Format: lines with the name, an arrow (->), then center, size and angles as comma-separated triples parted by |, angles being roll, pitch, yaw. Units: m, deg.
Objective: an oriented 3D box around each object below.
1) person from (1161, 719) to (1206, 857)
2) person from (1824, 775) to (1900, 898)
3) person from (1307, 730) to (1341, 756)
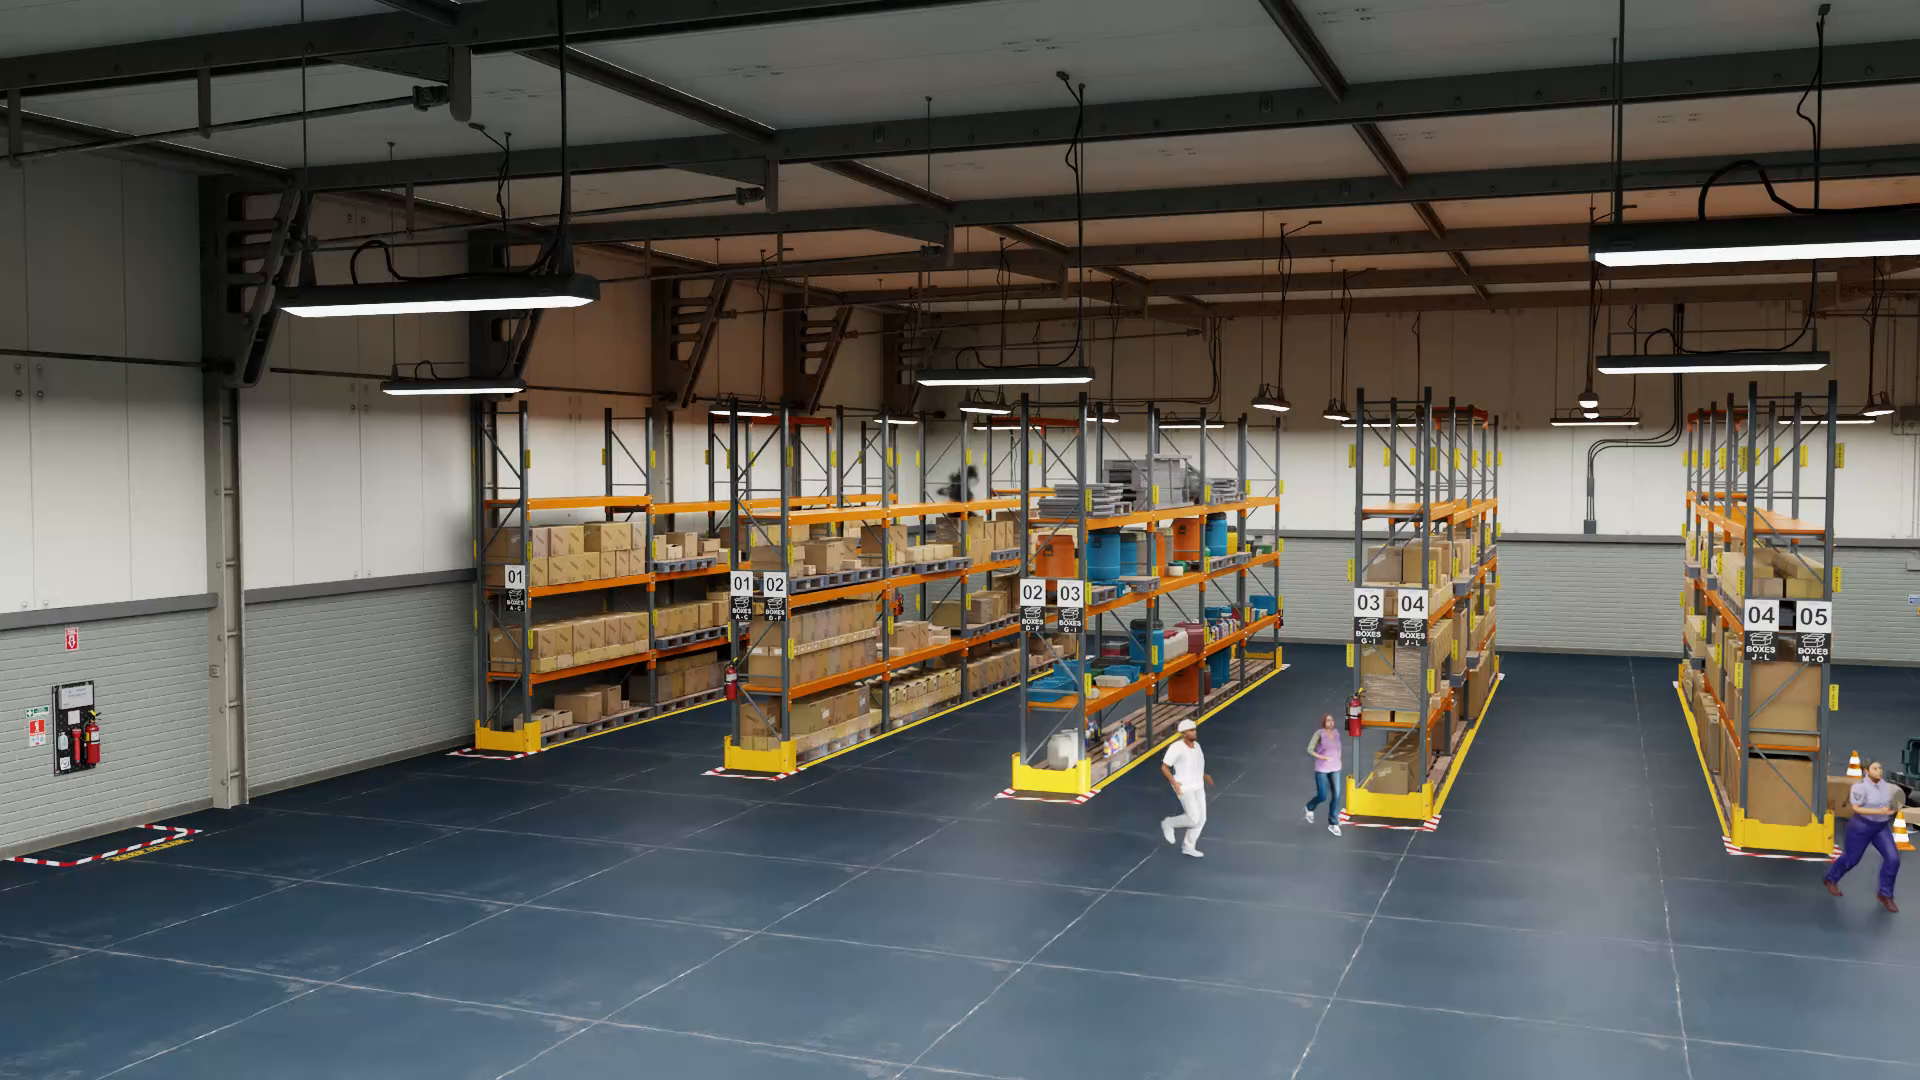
person -> 2.856, 3.122, 21.033 | 0.681, 1.721, 0.574 | -3, 4, -43
person -> 10.146, 3.285, 18.687 | 0.574, 1.336, 0.755 | -1, 3, -15
person -> 4.929, 2.834, 22.355 | 0.546, 0.557, 0.300 | -1, 3, -15
